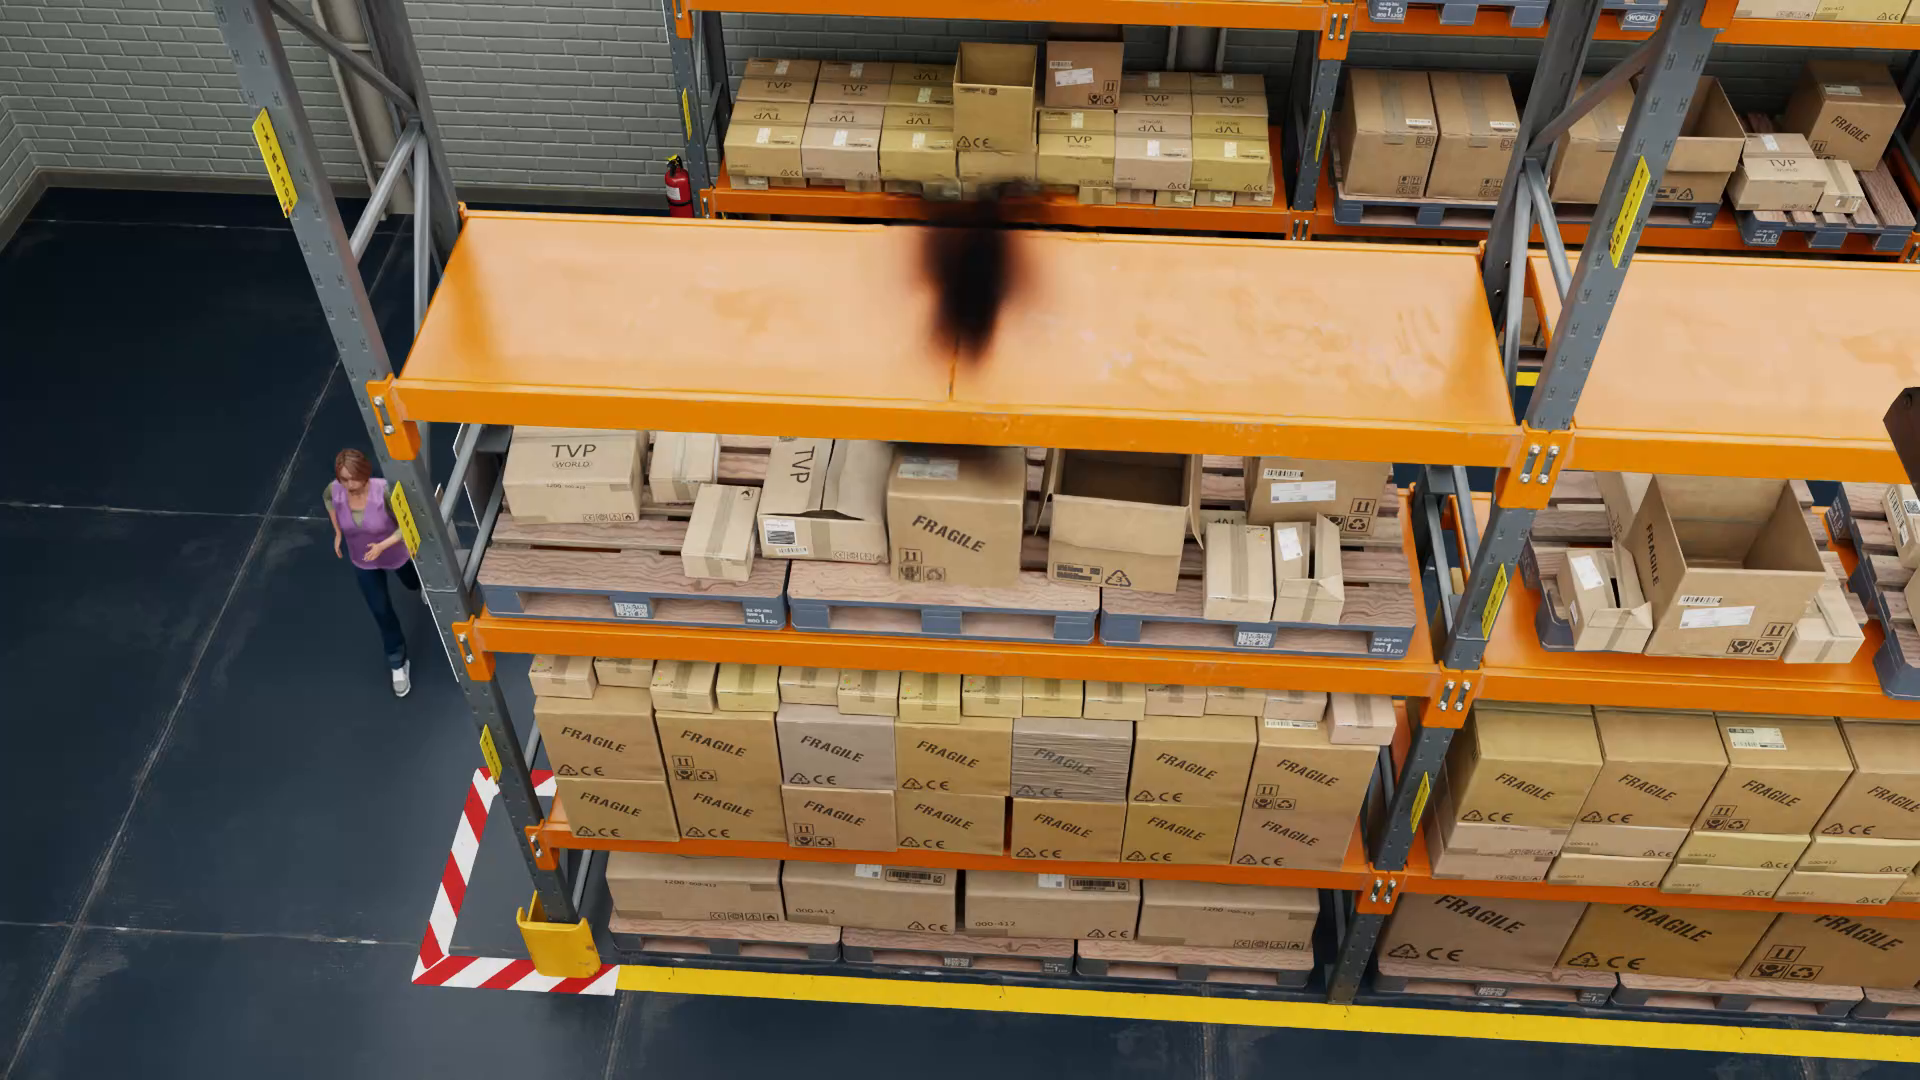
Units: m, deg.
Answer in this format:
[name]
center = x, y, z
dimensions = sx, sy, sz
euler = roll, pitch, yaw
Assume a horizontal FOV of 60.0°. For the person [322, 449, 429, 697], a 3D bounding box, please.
[person]
center = -3.354, 0.082, 9.561
dimensions = 0.479, 1.591, 0.874
euler = -5, 48, -4
